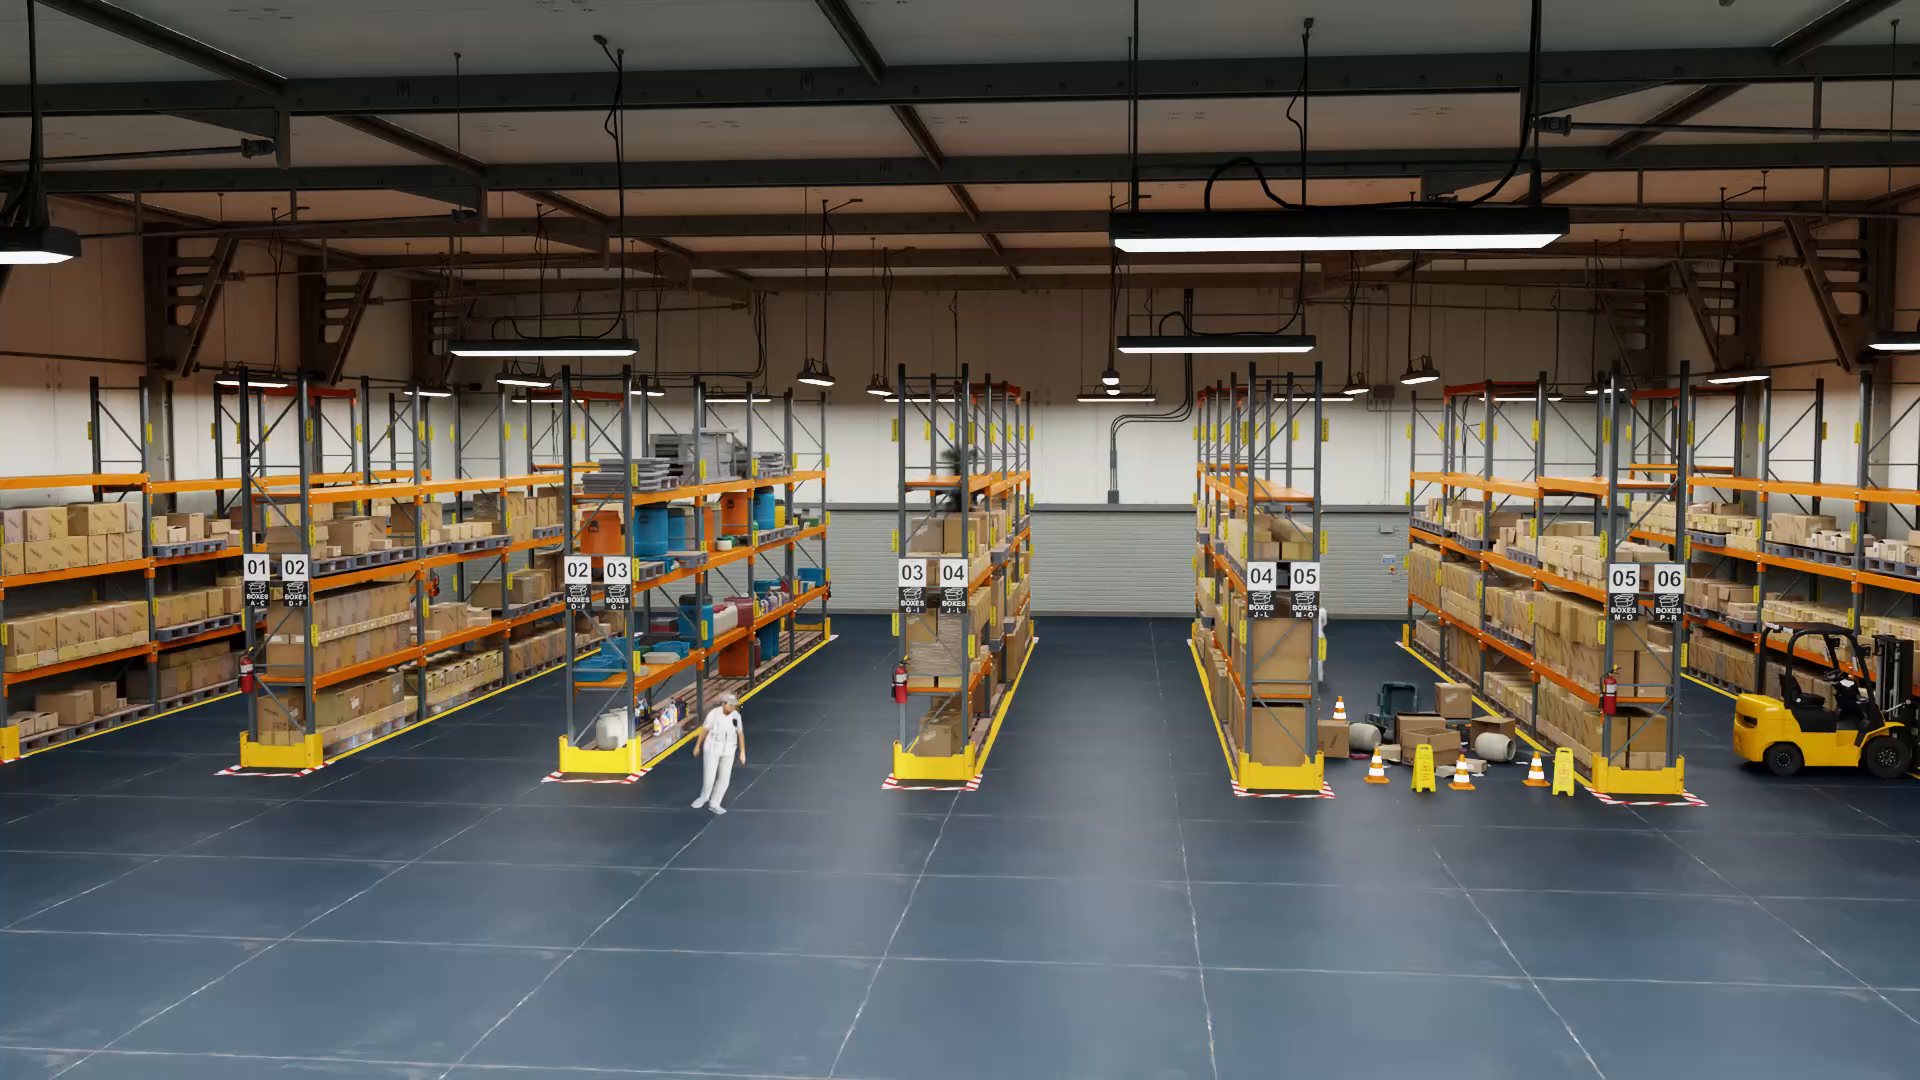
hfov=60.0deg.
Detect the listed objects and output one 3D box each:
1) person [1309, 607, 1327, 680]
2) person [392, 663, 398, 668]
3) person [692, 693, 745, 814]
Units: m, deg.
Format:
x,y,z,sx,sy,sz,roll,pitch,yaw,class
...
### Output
x,y,z,sx,sy,sz,roll,pitch,yaw,class
7.185,1.976,33.922,0.695,1.698,1.006,0,4,-5,person
-11.963,1.979,35.230,0.628,1.613,0.956,-1,4,-16,person
-3.161,2.801,21.831,0.650,1.629,0.603,-2,4,-26,person
